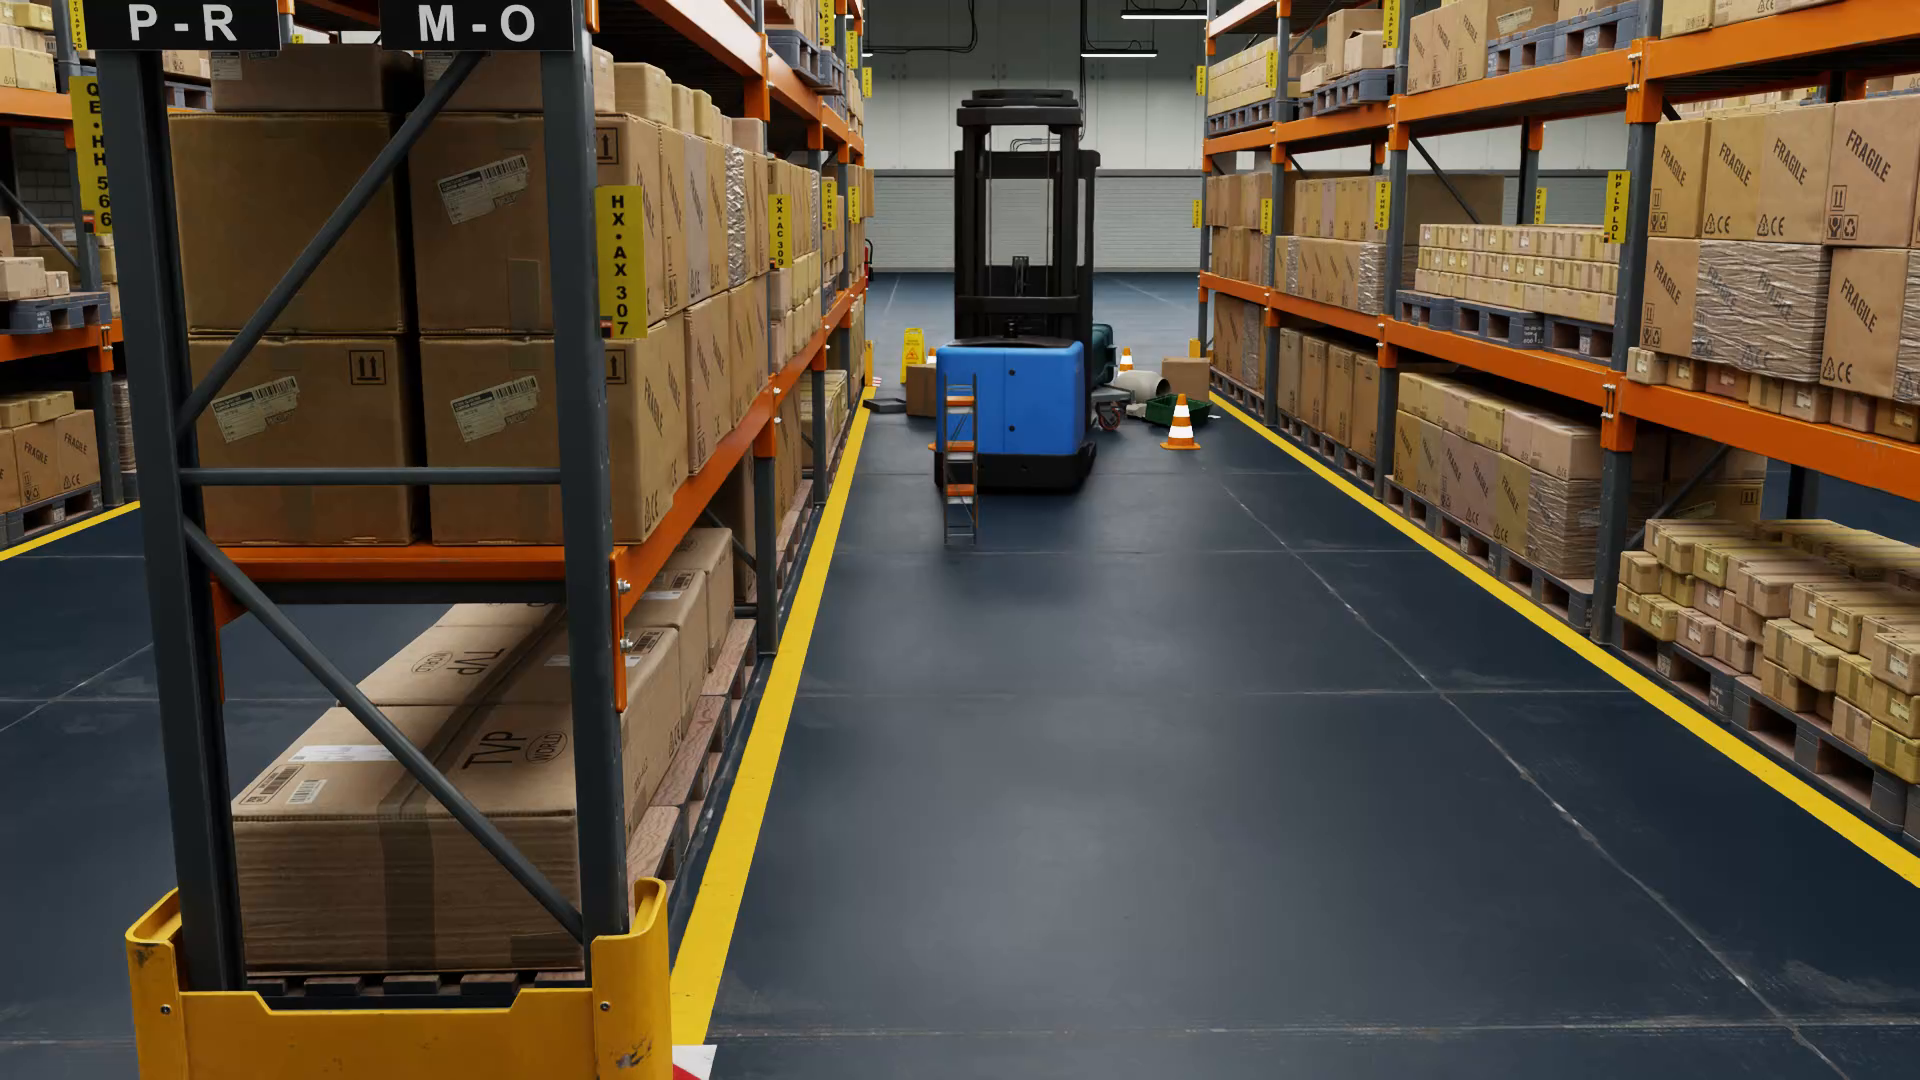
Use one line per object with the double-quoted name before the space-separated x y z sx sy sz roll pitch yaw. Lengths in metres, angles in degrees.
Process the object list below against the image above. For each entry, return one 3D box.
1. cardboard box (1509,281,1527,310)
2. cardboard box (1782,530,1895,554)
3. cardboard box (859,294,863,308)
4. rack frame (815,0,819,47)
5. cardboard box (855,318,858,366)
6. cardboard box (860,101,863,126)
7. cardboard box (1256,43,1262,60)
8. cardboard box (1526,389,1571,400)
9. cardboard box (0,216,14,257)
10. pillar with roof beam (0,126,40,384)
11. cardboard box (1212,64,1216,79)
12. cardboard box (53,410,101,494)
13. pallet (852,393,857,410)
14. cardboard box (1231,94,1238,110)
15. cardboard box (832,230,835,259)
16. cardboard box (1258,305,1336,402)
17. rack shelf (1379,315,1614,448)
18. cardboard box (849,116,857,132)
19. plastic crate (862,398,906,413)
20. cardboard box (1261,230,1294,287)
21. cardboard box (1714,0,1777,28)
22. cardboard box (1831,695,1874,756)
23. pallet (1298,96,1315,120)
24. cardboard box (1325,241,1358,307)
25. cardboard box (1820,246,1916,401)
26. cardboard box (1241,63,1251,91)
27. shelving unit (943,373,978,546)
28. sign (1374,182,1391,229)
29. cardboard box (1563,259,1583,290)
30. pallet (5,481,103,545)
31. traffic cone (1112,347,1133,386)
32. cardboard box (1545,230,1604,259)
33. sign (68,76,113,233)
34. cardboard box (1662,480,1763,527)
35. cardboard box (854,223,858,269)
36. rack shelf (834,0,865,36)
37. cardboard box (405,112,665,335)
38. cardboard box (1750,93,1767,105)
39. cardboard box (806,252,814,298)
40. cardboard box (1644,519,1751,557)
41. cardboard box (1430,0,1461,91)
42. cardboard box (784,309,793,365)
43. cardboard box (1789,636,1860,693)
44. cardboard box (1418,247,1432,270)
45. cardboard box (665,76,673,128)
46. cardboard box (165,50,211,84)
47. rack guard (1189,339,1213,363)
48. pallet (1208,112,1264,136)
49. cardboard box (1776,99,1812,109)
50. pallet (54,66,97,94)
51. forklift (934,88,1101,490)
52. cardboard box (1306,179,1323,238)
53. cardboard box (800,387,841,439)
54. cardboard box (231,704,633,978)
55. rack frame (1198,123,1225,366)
"cardboard box" 3.343 -1.389 9.435 0.380 0.149 0.250 0 11 1
"cardboard box" 3.892 0.051 7.380 0.380 0.149 0.250 0 11 0
"cardboard box" -1.263 -2.627 18.304 0.380 0.149 0.250 0 11 0
"rack frame" -1.450 -4.664 10.914 1.000 3.000 0.127 0 11 -1
"cardboard box" -1.298 -1.969 16.695 0.500 0.500 0.500 0 11 1
"cardboard box" -1.335 -4.756 18.540 0.500 0.250 0.500 0 11 -2
"cardboard box" 3.078 -4.723 16.070 0.380 0.149 0.250 0 11 -1
"cardboard box" 3.789 -0.776 10.184 0.500 0.250 0.500 0 11 0
"cardboard box" -6.558 -1.854 10.847 0.500 0.500 0.500 0 11 2
"pillar with roof beam" -3.036 -4.916 12.156 9.100 9.000 0.400 0 11 -1
"cardboard box" 3.025 -5.229 18.565 0.380 0.149 0.250 0 11 -1
"cardboard box" -6.189 -0.600 11.203 0.500 0.500 0.500 0 11 0
"pallet" -1.610 -1.529 17.563 1.003 0.211 1.213 0 11 -1
"cardboard box" 3.050 -4.585 17.395 0.380 0.149 0.250 0 11 -1
"cardboard box" -1.266 -2.523 13.396 0.500 0.500 0.500 -1 11 -3
"cardboard box" 3.471 -1.849 16.416 0.875 0.875 0.875 0 11 0
"rack shelf" 3.538 -1.014 9.822 1.077 0.370 4.000 0 11 -1
"cardboard box" -1.233 -4.185 16.732 0.380 0.149 0.250 0 11 -2
"plastic crate" -0.745 -1.403 17.275 0.402 0.080 0.583 -4 12 -21
"cardboard box" 3.395 -2.706 15.975 0.875 0.550 0.550 0 11 -1
"cardboard box" 3.345 -2.173 6.558 0.500 0.250 0.500 0 11 -2
"cardboard box" 3.345 0.656 5.893 0.380 0.149 0.250 0 11 0
"pallet" 3.483 -3.753 14.453 0.805 0.209 1.217 -1 11 -3
"cardboard box" 3.200 -2.100 13.114 0.500 0.500 0.500 0 11 -2
"cardboard box" 3.370 -0.759 5.757 0.500 0.500 0.500 0 11 2
"cardboard box" 3.129 -4.653 16.727 0.500 0.250 0.500 0 11 -2
"shelving unit" 0.001 -0.504 10.402 0.215 1.050 0.252 0 11 -1
"sign" 2.942 -2.329 11.580 0.100 0.325 0.005 0 11 -1
"cardboard box" 3.365 -1.377 8.631 0.380 0.149 0.250 0 11 1
"pallet" -6.435 -0.187 10.951 1.003 0.211 1.213 0 11 -1
"traffic cone" 1.923 -2.000 19.252 0.336 0.463 0.334 0 11 -1
"cardboard box" 3.361 -1.579 8.878 0.380 0.149 0.250 0 11 -1
"sign" -1.827 -0.817 3.536 0.100 0.325 0.005 0 11 -1
"cardboard box" 3.830 -0.098 8.727 0.500 0.500 0.500 0 11 1
"cardboard box" -1.294 -3.002 16.811 0.500 0.500 0.500 0 11 -2
"rack shelf" -1.574 -5.502 16.865 1.077 0.370 4.000 0 11 -1
"cardboard box" -1.010 -0.769 4.039 0.500 0.500 0.500 0 11 -2
"cardboard box" 8.042 -4.373 16.398 0.380 0.149 0.250 -1 11 -3
"cardboard box" -1.141 -1.596 10.003 0.500 0.250 0.500 -1 11 -3
"cardboard box" 3.380 0.000 7.631 0.380 0.149 0.250 0 11 1
"cardboard box" 3.260 -3.069 10.347 0.500 0.500 0.500 0 11 -1
"cardboard box" -1.125 -1.046 8.550 0.500 0.250 0.500 -1 11 -3
"cardboard box" 3.310 0.456 6.132 0.380 0.149 0.250 0 11 -1
"cardboard box" 3.306 -1.896 11.186 0.380 0.149 0.250 0 11 1
"cardboard box" -1.006 -1.218 4.621 0.380 0.149 0.250 -1 11 -3
"cardboard box" -6.221 -3.883 13.528 0.500 0.311 0.500 -1 11 -3
"rack guard" 3.331 -2.134 19.820 1.175 0.500 0.348 0 11 -1
"pallet" 3.357 -4.633 18.532 1.003 0.211 1.213 0 11 -1
"cardboard box" 8.105 -4.046 15.789 0.500 0.250 0.500 0 11 1
"pallet" -6.516 -3.214 11.790 1.213 0.211 1.003 0 11 1
"forklift" 0.536 -2.051 13.298 1.130 2.935 3.031 2 12 8
"cardboard box" 3.443 -2.897 14.529 0.700 0.500 0.500 0 11 -2
"cardboard box" -1.485 -1.051 13.750 0.950 0.372 0.625 0 11 1
"cardboard box" -1.398 0.786 4.530 0.875 0.438 0.875 -1 11 -3
"rack frame" 3.332 -3.354 19.548 1.000 3.000 0.127 0 11 -1
